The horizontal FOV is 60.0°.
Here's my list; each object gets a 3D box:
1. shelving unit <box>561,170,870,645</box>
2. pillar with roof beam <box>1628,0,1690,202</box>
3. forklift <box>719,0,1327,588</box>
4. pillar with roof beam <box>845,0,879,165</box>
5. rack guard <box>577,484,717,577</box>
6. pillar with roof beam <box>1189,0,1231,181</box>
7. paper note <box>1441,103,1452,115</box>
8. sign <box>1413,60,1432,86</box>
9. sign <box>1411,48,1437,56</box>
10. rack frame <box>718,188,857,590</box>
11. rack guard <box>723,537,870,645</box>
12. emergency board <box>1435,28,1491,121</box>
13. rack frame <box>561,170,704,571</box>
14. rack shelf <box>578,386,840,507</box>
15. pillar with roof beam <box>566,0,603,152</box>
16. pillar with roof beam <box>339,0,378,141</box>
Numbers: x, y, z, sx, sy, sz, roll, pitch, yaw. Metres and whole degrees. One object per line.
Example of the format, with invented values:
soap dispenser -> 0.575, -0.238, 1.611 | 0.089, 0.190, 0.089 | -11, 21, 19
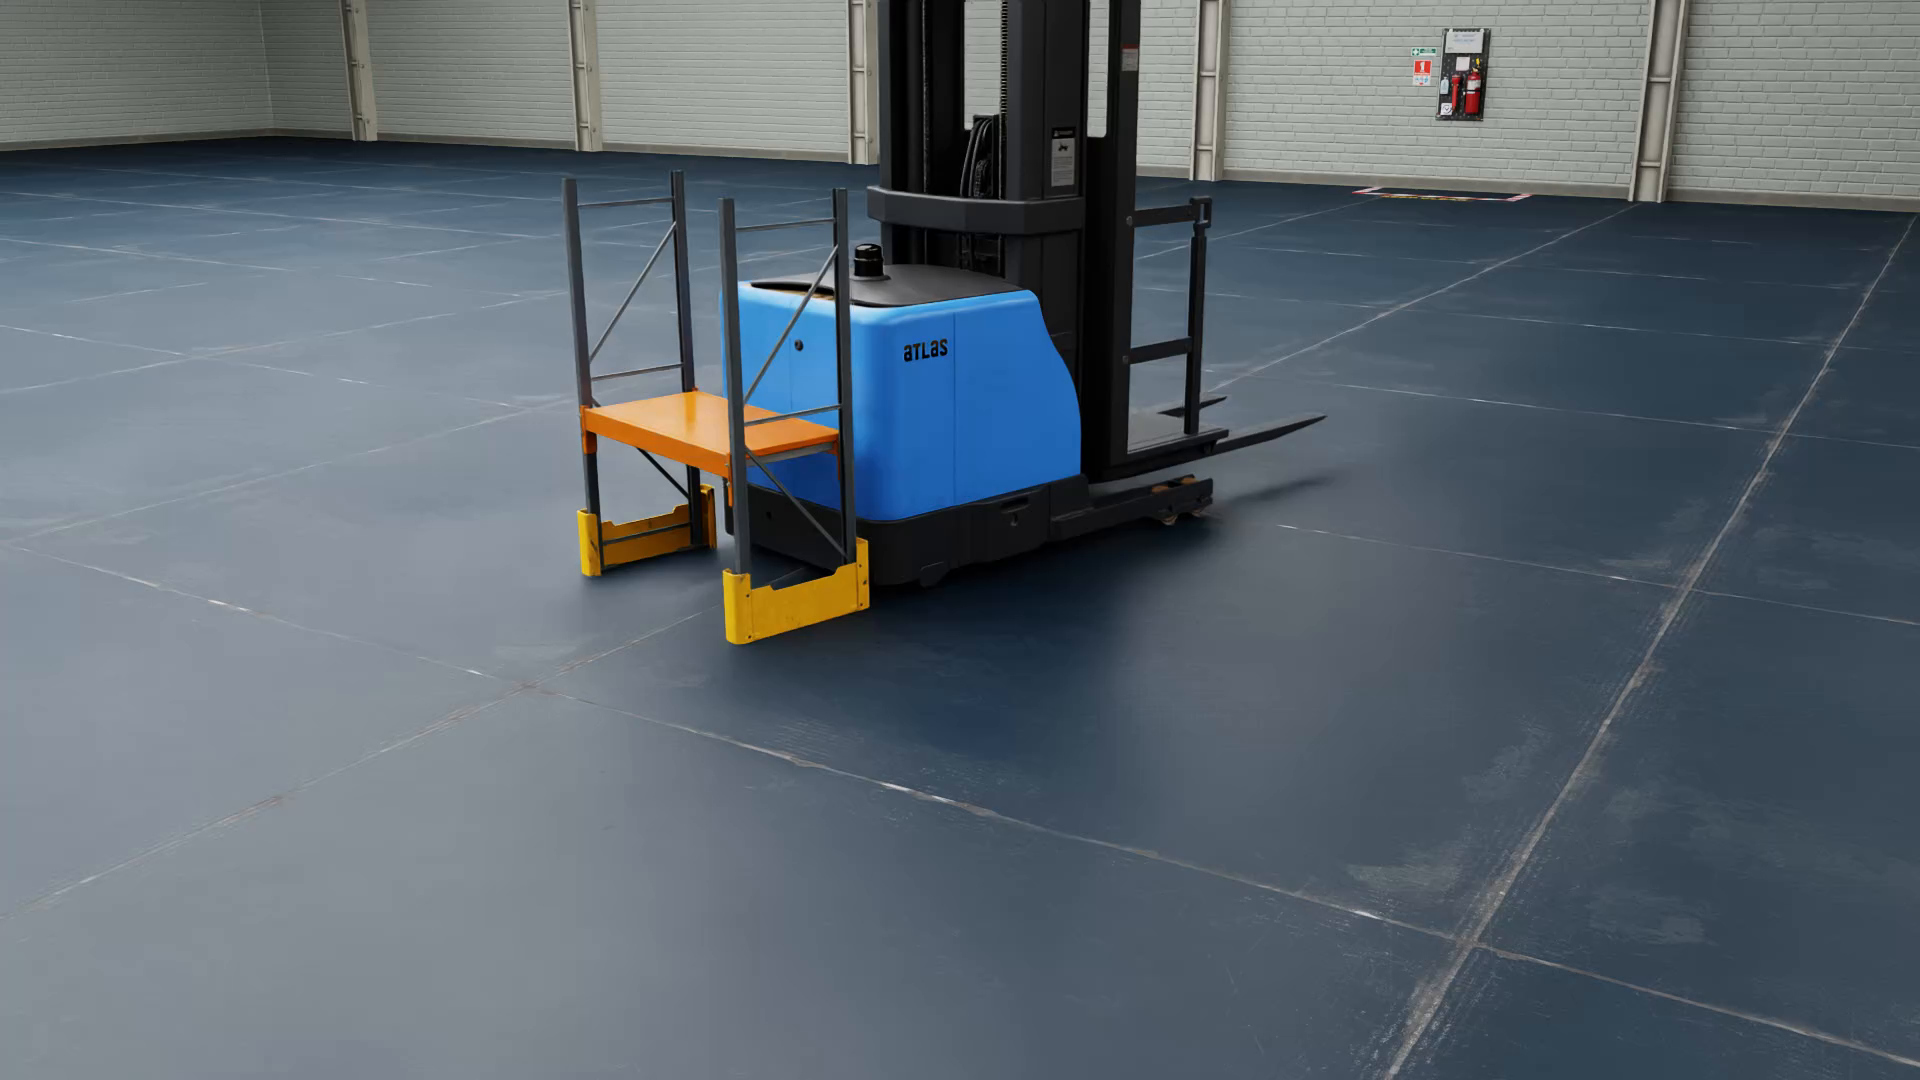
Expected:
shelving unit -> -0.904, -0.531, 6.039 | 0.587, 1.500, 1.083 | -15, 22, -39
pillar with roof beam -> 6.409, -7.520, 16.153 | 0.400, 9.000, 9.100 | 10, 20, 30
forklift -> 0.463, -1.567, 6.998 | 3.031, 2.935, 1.130 | -15, 23, -41
pillar with roof beam -> -3.816, -9.345, 22.162 | 0.400, 9.000, 9.100 | 10, 20, 30
rack guard -> -1.229, -0.042, 6.581 | 0.587, 0.250, 0.087 | -15, 22, -39
pillar with roof beam -> 1.297, -8.432, 19.158 | 0.400, 9.000, 9.100 | 10, 20, 30
paper note -> 6.462, -5.723, 22.077 | 0.142, 0.148, 0.016 | 10, 20, 30
sign -> 6.159, -6.227, 22.160 | 0.234, 0.329, 0.001 | 10, 20, 30
sign -> 6.158, -6.478, 22.073 | 0.331, 0.109, 0.001 | 10, 20, 30
rack frame -> -0.573, -0.422, 5.681 | 0.500, 1.500, 0.032 | -15, 22, -39
rack guard -> -0.569, 0.175, 5.867 | 0.587, 0.250, 0.087 | -15, 22, -39
emergency board -> 6.576, -6.101, 21.804 | 0.643, 1.169, 0.194 | 10, 20, 30
rack frame -> -1.246, -0.643, 6.409 | 0.500, 1.500, 0.032 | -15, 22, -39
rack shelf -> -0.908, -0.361, 6.098 | 0.538, 0.185, 1.000 | -15, 22, -39
pillar with roof beam -> -8.929, -10.257, 25.167 | 0.400, 9.000, 9.100 | 10, 20, 30
pillar with roof beam -> -14.042, -11.170, 28.171 | 0.400, 9.000, 9.100 | 10, 20, 30
